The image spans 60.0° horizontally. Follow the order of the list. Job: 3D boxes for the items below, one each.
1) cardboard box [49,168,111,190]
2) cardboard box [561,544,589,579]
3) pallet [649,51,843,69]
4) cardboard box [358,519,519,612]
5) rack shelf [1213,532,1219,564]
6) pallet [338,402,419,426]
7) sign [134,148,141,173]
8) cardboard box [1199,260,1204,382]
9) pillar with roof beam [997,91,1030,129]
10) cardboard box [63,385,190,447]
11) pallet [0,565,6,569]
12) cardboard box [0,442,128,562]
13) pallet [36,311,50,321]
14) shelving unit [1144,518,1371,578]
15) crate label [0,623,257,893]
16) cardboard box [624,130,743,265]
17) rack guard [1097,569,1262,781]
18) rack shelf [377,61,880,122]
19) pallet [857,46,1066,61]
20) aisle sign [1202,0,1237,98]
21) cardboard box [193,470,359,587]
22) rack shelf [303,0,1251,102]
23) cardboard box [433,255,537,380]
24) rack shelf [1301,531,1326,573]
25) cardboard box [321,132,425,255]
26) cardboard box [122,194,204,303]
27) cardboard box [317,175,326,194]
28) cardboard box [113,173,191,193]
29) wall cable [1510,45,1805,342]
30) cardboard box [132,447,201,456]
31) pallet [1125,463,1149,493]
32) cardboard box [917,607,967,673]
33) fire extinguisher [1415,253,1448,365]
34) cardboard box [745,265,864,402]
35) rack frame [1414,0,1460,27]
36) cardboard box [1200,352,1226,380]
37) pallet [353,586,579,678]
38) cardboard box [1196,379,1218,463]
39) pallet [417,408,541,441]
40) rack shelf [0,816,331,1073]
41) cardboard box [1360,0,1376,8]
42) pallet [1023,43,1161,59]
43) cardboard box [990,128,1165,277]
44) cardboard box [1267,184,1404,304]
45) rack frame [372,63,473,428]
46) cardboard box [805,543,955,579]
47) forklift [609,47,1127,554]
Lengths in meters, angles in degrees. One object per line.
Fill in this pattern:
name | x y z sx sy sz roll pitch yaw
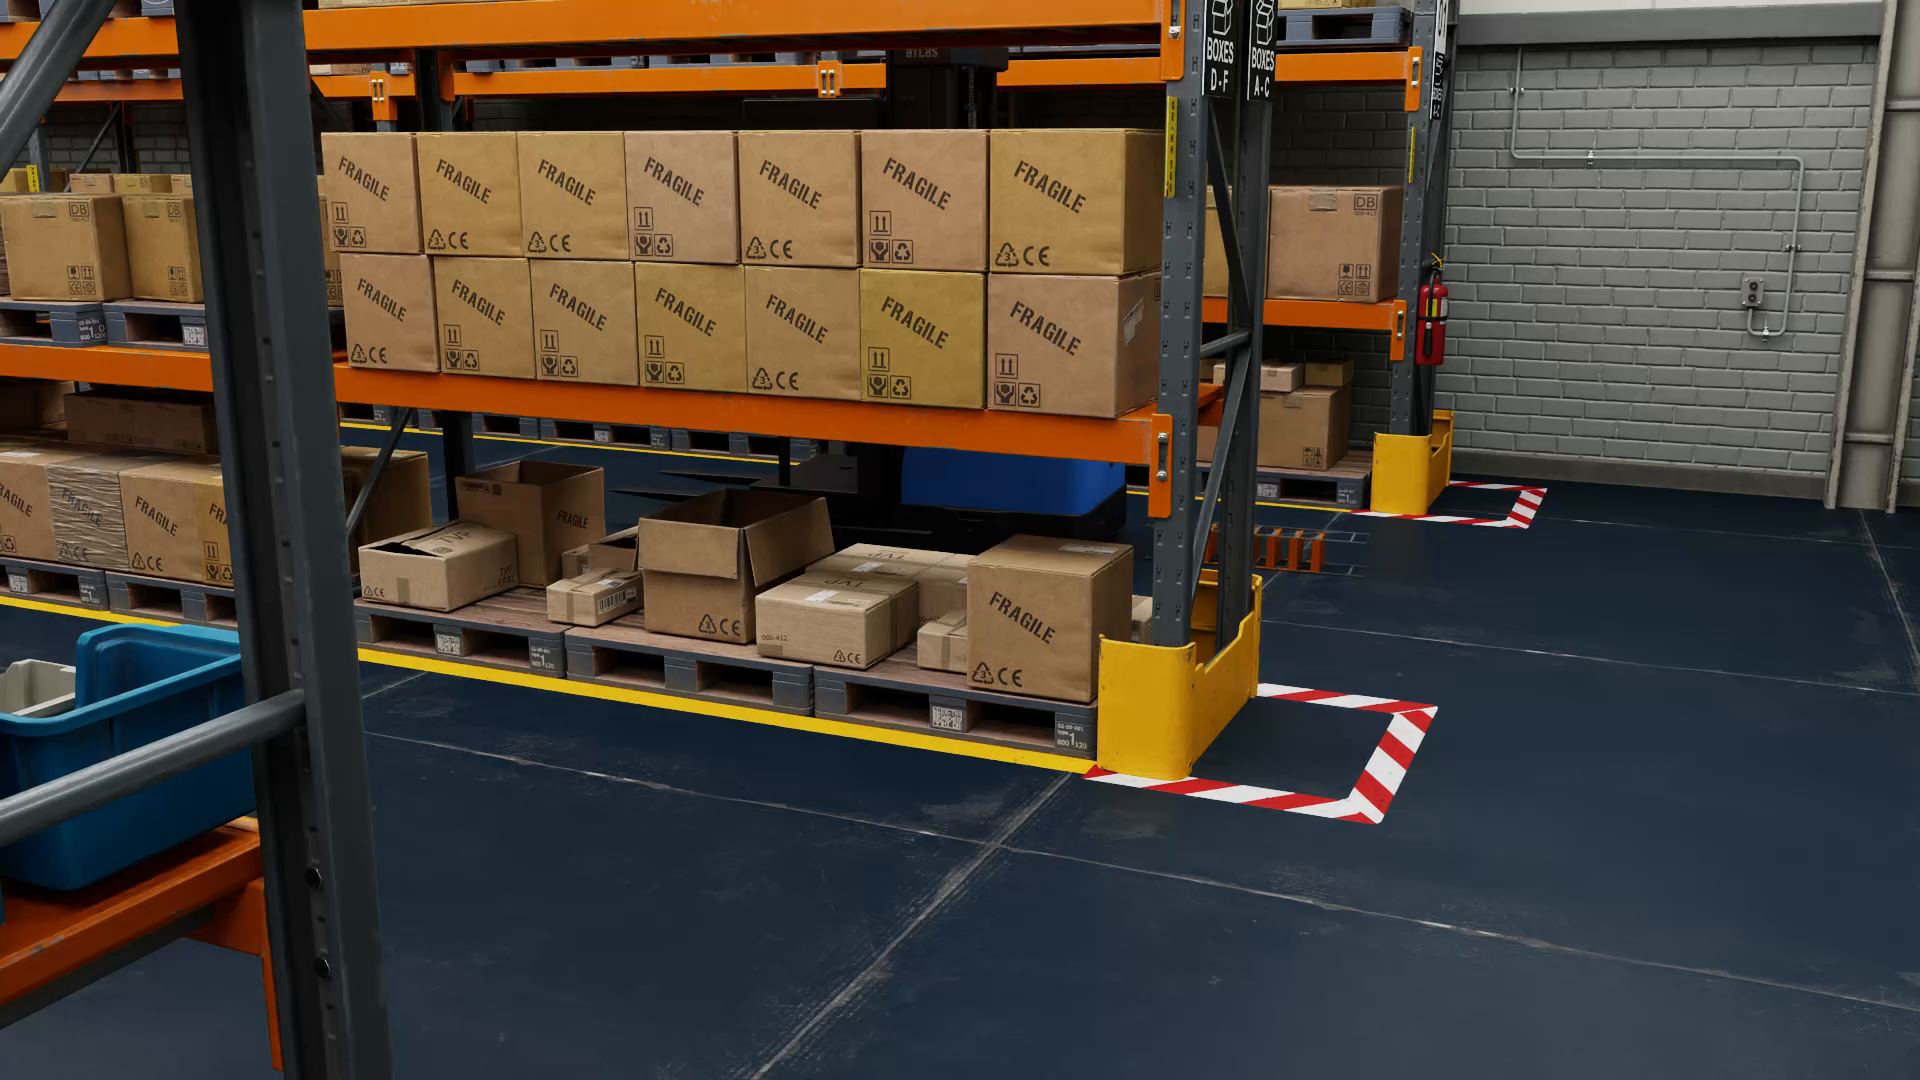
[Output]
cardboard box | -8.363 -3.247 15.668 0.500 0.500 0.500 5 14 22
cardboard box | -1.704 0.107 8.011 0.250 0.149 0.380 6 14 23
pallet | -1.562 -3.559 12.210 1.217 0.209 0.805 5 14 21
cardboard box | -2.410 0.096 7.701 0.500 0.311 0.500 6 14 23
rack shelf | 1.481 0.021 9.233 0.103 0.180 0.258 5 14 19
pallet | -5.075 -1.203 14.418 1.213 0.211 1.003 6 14 23
sign | -7.796 -3.538 15.731 0.005 0.325 0.100 6 14 23
cardboard box | 0.652 -0.857 6.623 0.500 0.500 0.500 6 15 24
pillar with roof beam | -1.457 -4.255 8.190 0.400 9.000 9.100 6 14 23
cardboard box | -4.423 -0.679 8.951 0.500 0.250 0.500 5 14 22
pallet | -5.697 -0.018 9.370 1.213 0.211 1.003 6 14 23
cardboard box | -4.647 -0.206 8.576 0.500 0.500 0.500 5 14 21
pallet | -5.716 -1.311 9.196 1.003 0.211 1.213 6 14 23
shelving unit | 1.636 0.034 9.180 1.200 0.189 0.258 5 14 19
crate label | -1.152 0.283 2.220 0.303 0.233 0.416 6 14 23
cardboard box | -0.975 -1.373 6.631 0.500 0.500 0.500 6 15 25
rack guard | 0.881 0.498 6.540 0.348 0.500 1.175 6 14 23
rack shelf | -2.532 -3.413 12.741 4.000 0.370 1.077 6 14 23
pallet | 0.040 -3.457 11.548 1.213 0.211 1.003 6 14 23
aisle sign | 0.889 -1.908 5.628 0.004 0.787 0.394 6 14 23
cardboard box | -3.274 -0.066 7.977 0.500 0.500 0.500 6 14 23
rack shelf | -0.878 -2.008 6.753 4.000 0.370 1.077 6 14 23
cardboard box | -1.882 -0.980 7.148 0.500 0.500 0.500 6 15 24
rack shelf | 1.933 0.060 9.077 0.103 0.180 0.258 5 14 19
cardboard box | -2.390 -1.516 7.240 0.500 0.500 0.500 6 15 25
cardboard box | -3.704 -1.477 8.343 0.500 0.500 0.700 8 16 32
cardboard box | -5.317 -2.838 14.101 0.500 0.500 0.700 4 14 18
cardboard box | -7.058 -3.013 14.848 0.500 0.500 0.700 7 15 29
wall cable | 4.507 -2.321 10.857 1.851 1.984 0.084 6 14 23
cardboard box | -3.996 -0.270 8.849 0.500 0.500 0.500 6 14 24
pallet | 1.079 -0.561 11.682 1.213 0.211 1.003 6 14 23
cardboard box | 0.020 0.398 6.733 0.250 0.166 0.380 6 14 23
fire extinguisher | 2.905 -1.418 10.217 0.183 0.674 0.296 6 14 23
cardboard box | -0.499 -0.840 6.551 0.500 0.500 0.500 6 14 24
rack frame | 2.954 -4.668 9.950 0.127 3.000 1.000 6 14 23
cardboard box | 1.776 -1.195 11.413 0.250 0.149 0.380 6 14 24
pallet | -2.079 0.339 7.849 1.213 0.211 1.003 6 14 23
cardboard box | 1.816 -0.825 11.257 0.500 0.500 0.700 6 14 23
pallet | -3.670 -1.041 13.731 1.213 0.211 1.003 6 14 23
rack shelf | -2.888 0.487 2.688 4.000 0.370 1.077 6 14 23
cardboard box | 2.386 -3.507 10.757 0.500 0.250 0.500 7 15 26
pallet | 1.152 -3.344 11.066 1.213 0.211 1.003 6 14 23
cardboard box | 0.432 -1.232 6.030 0.500 0.500 0.500 6 14 23
cardboard box | 2.483 -1.939 10.794 0.700 0.700 0.980 7 15 26
rack frame | -4.361 -2.488 13.790 0.127 3.000 1.000 6 14 23
cardboard box | -0.346 0.210 7.350 0.500 0.250 0.500 6 14 23
forklift | -0.588 -1.473 9.618 3.031 2.935 1.130 5 14 19
